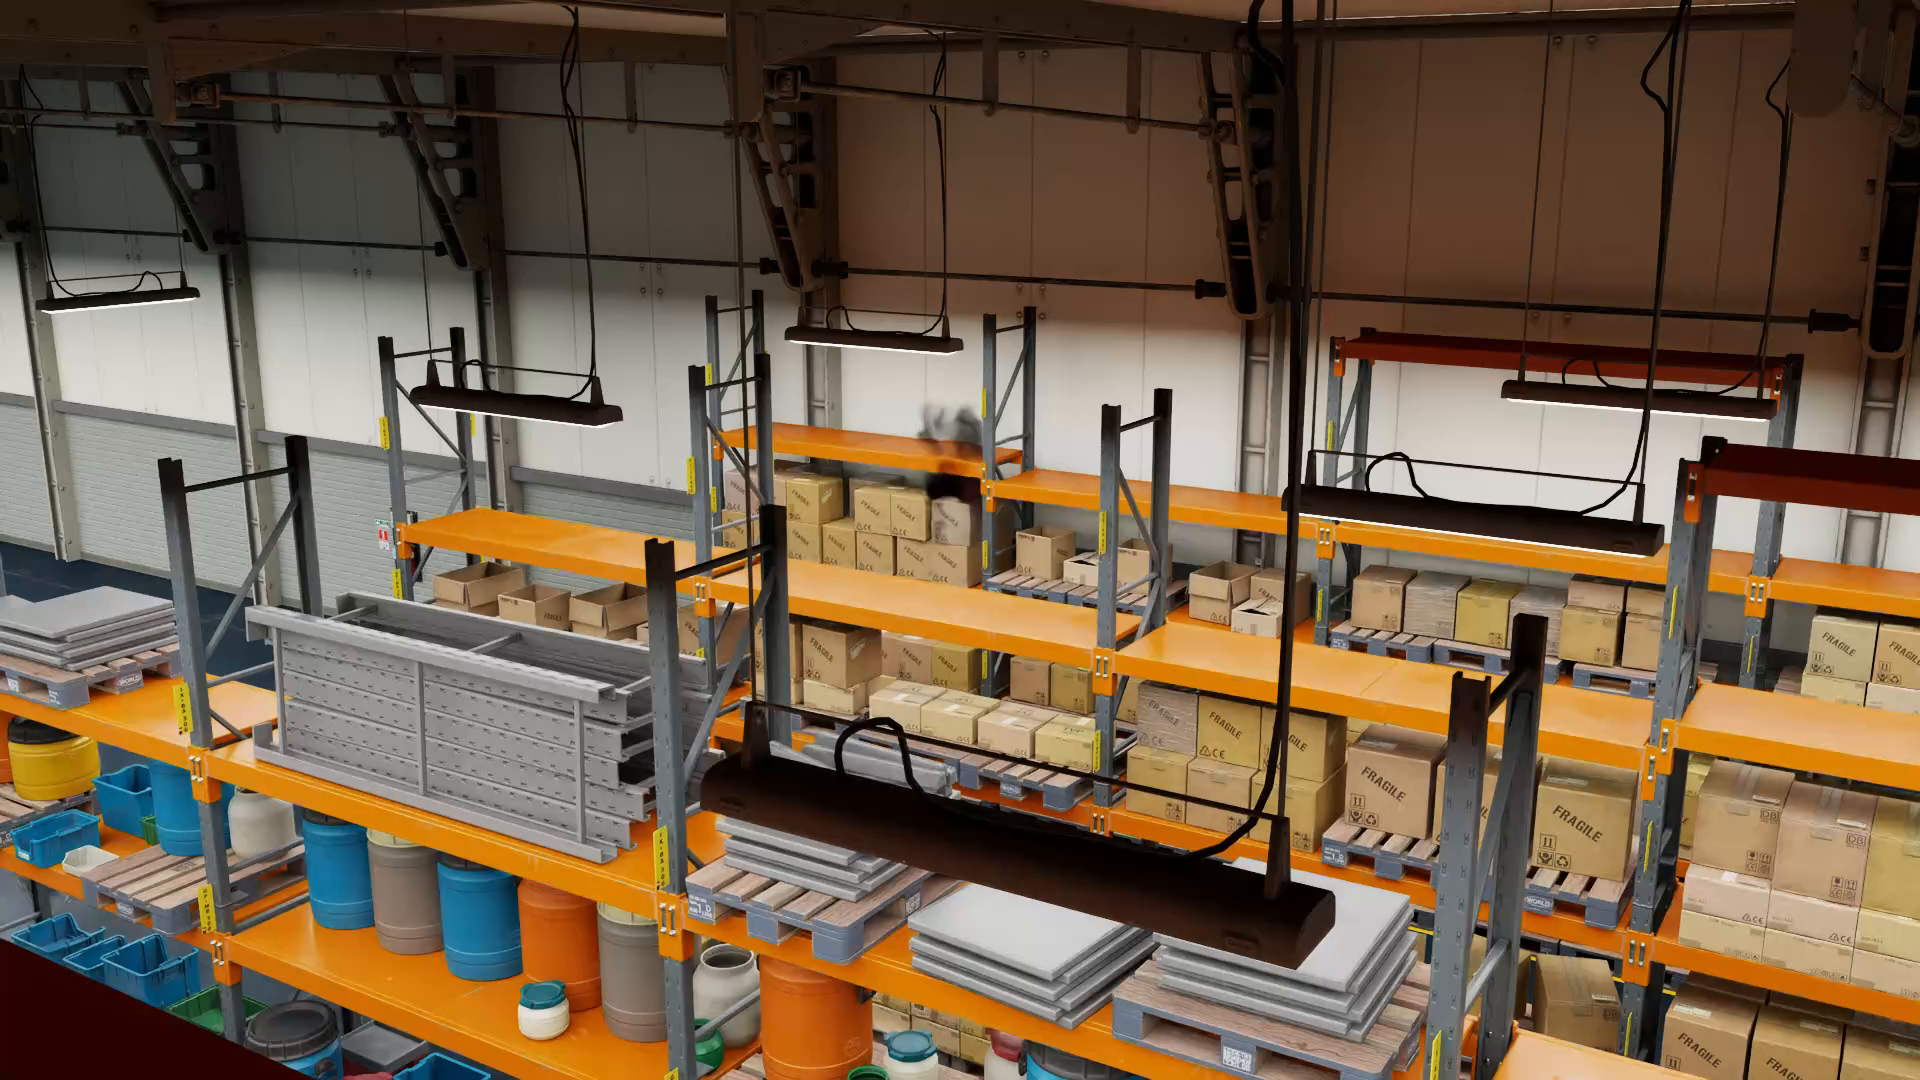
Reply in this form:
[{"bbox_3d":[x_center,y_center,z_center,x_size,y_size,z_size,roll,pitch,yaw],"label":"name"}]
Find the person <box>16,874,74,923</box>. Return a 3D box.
[{"bbox_3d":[-9.468,3.140,17.138,0.629,1.682,0.584,-6,15,-23],"label":"person"}]
